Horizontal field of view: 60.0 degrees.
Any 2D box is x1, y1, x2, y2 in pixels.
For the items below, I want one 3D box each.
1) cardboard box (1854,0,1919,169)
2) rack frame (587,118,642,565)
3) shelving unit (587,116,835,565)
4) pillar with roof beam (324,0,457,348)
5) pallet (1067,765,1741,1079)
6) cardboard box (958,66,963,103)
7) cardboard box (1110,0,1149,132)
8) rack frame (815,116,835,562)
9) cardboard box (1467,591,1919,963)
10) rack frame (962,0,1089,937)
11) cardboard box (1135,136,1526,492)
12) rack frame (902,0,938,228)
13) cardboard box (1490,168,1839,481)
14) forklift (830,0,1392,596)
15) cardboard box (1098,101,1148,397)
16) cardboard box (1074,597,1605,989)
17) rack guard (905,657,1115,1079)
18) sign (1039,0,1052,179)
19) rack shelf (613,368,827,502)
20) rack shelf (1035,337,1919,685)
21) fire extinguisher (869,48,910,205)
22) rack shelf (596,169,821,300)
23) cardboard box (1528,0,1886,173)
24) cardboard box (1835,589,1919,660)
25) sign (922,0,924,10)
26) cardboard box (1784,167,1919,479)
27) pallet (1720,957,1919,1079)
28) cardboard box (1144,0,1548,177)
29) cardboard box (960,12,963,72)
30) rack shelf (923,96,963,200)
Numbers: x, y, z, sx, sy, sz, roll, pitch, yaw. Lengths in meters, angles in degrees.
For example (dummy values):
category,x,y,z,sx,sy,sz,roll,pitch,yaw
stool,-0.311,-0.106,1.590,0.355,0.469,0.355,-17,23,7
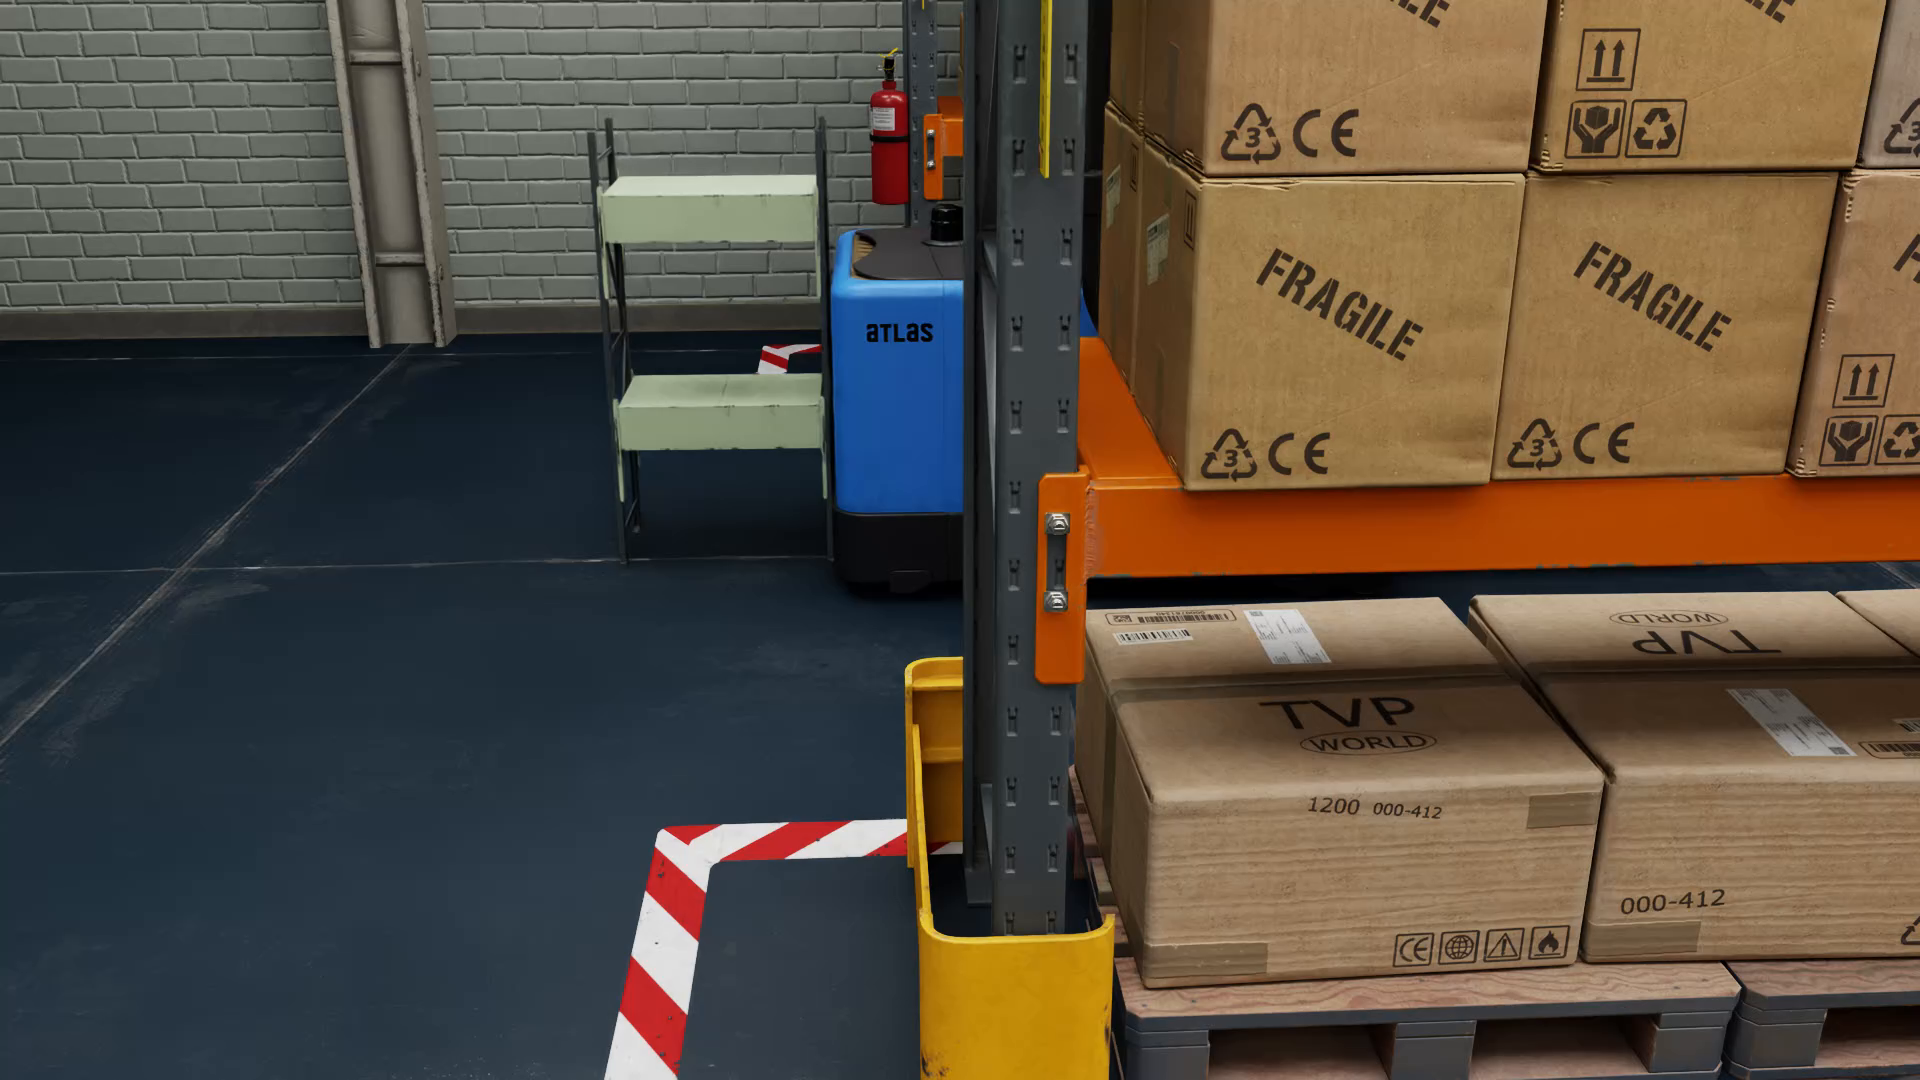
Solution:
category,x,y,z,sx,sy,sz,roll,pitch,yaw
cardboard box,1.622,-0.896,2.714,0.500,0.500,0.500,-1,21,-3
rack frame,-1.199,-0.682,5.805,0.023,1.500,0.400,-1,21,-2
shelving unit,-0.834,-0.688,5.821,0.755,1.500,0.431,-1,21,-2
pillar with roof beam,-2.687,-3.751,3.325,0.400,9.000,9.100,-1,21,-3
pallet,0.891,0.812,3.693,1.213,0.211,1.003,-1,21,-3
cardboard box,0.126,-2.195,8.025,0.250,0.149,0.380,-1,21,-4
cardboard box,0.565,-1.056,3.133,0.500,0.500,0.500,0,21,-1
rack frame,-0.468,-0.694,5.836,0.023,1.500,0.400,-1,21,-2
cardboard box,1.664,0.483,3.647,0.875,0.438,0.875,-1,21,-2
rack frame,0.097,-0.448,3.081,0.127,3.000,1.000,-1,21,-3
cardboard box,0.593,-0.402,2.821,0.500,0.500,0.500,-1,21,-3
rack frame,-0.190,-2.211,7.712,0.127,3.000,1.000,-1,21,-3
cardboard box,1.096,-0.422,2.874,0.500,0.500,0.500,-1,21,-4
forklift,1.070,-1.368,5.596,3.031,2.935,1.130,-1,21,-2
cardboard box,0.564,-0.598,3.336,0.500,0.500,0.500,-1,21,-3
cardboard box,0.751,0.505,3.590,0.875,0.438,0.875,-2,21,-5
rack guard,0.073,0.721,3.524,0.348,0.500,1.175,-1,21,-3
sign,0.123,-0.692,2.394,0.005,0.325,0.100,-1,21,-3
rack shelf,-0.834,-0.384,5.937,0.720,0.370,0.431,-1,21,-2
rack shelf,2.094,-0.152,3.315,4.000,0.370,1.077,-1,21,-3
fire extinguisher,-0.310,-1.833,7.353,0.183,0.674,0.296,-1,21,-3
rack shelf,-0.834,-1.053,5.682,0.720,0.370,0.431,-1,21,-2
cardboard box,1.108,-0.883,2.679,0.500,0.500,0.500,-2,21,-5
cardboard box,2.564,0.465,3.694,0.875,0.438,0.875,-2,21,-5
sign,-0.159,-2.423,7.052,0.005,0.325,0.100,-1,21,-3
cardboard box,1.605,-0.426,2.884,0.500,0.500,0.500,-1,21,-3
pallet,2.106,0.788,3.755,1.213,0.211,1.003,-1,21,-3
cardboard box,0.593,-0.870,2.645,0.500,0.500,0.500,-2,21,-4
cardboard box,0.254,-2.383,7.958,0.500,0.250,0.500,-1,21,-1
rack shelf,1.807,-1.915,7.947,4.000,0.370,1.077,-1,21,-3
